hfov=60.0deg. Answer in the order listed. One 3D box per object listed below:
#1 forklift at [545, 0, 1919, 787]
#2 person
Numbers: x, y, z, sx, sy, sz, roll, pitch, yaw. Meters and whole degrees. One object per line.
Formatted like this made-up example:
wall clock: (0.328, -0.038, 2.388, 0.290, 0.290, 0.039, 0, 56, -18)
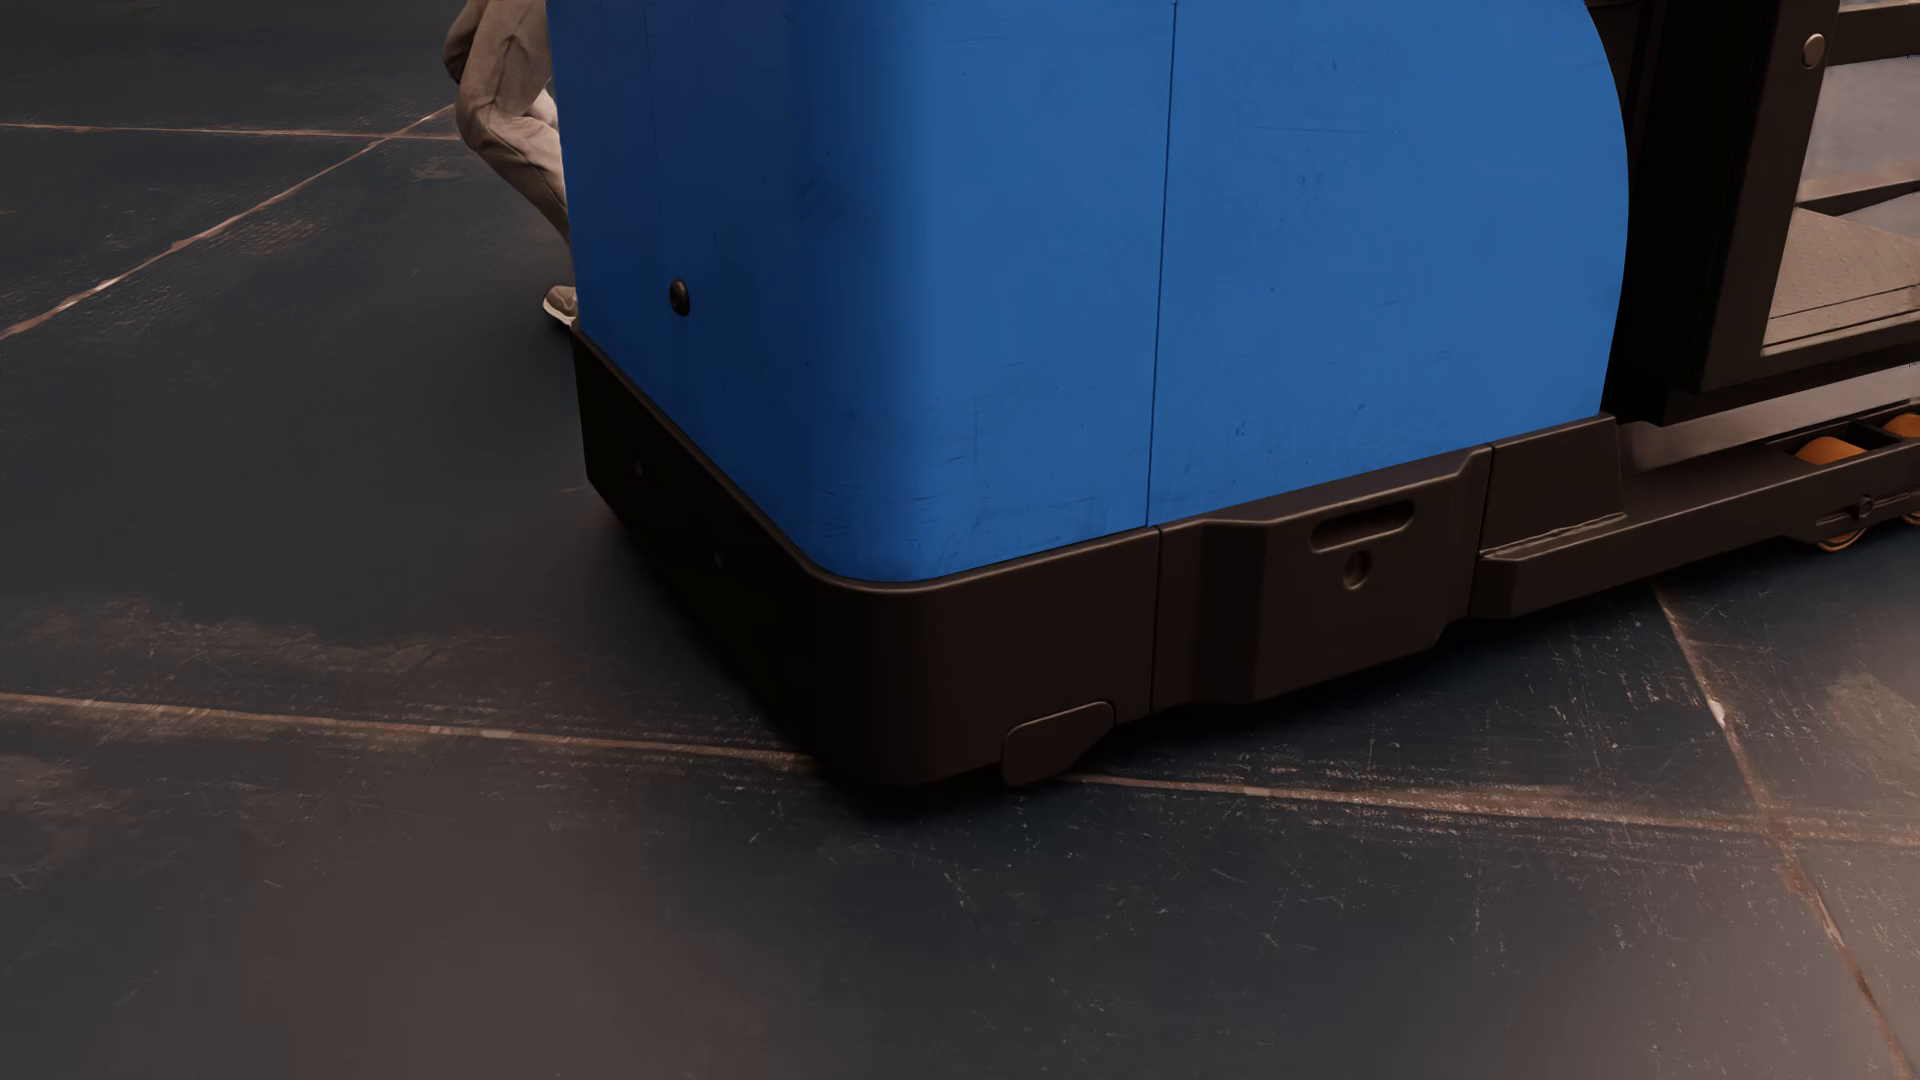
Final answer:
forklift: (0.974, -1.488, 2.200, 3.031, 2.935, 1.130, -13, 29, -25)
person: (-0.844, -1.149, 3.267, 0.492, 1.496, 0.875, -5, 27, -10)
